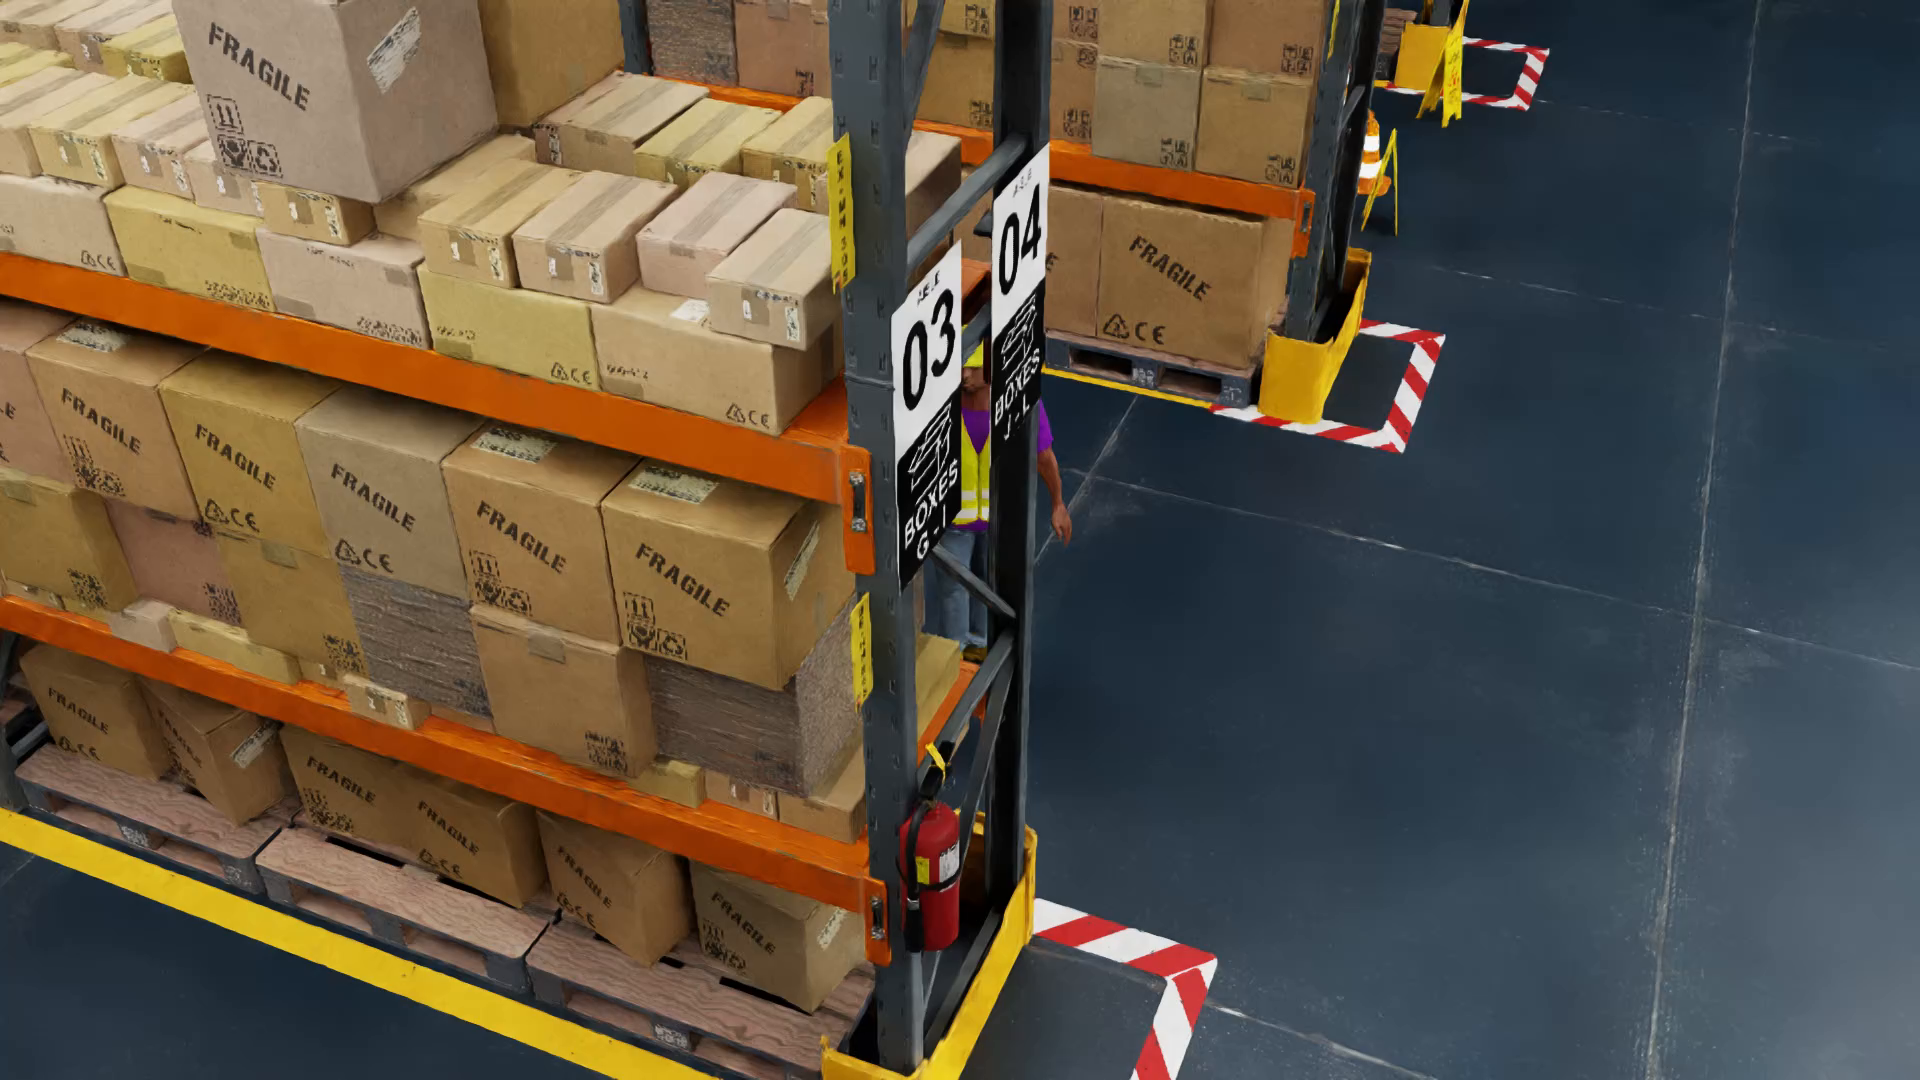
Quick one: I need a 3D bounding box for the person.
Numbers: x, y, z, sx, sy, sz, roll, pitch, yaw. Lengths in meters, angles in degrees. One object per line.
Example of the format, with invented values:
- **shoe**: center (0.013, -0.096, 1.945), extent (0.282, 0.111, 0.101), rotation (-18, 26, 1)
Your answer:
- **person**: center (0.110, -0.138, 6.951), extent (0.714, 1.770, 0.341), rotation (-3, 37, -4)
